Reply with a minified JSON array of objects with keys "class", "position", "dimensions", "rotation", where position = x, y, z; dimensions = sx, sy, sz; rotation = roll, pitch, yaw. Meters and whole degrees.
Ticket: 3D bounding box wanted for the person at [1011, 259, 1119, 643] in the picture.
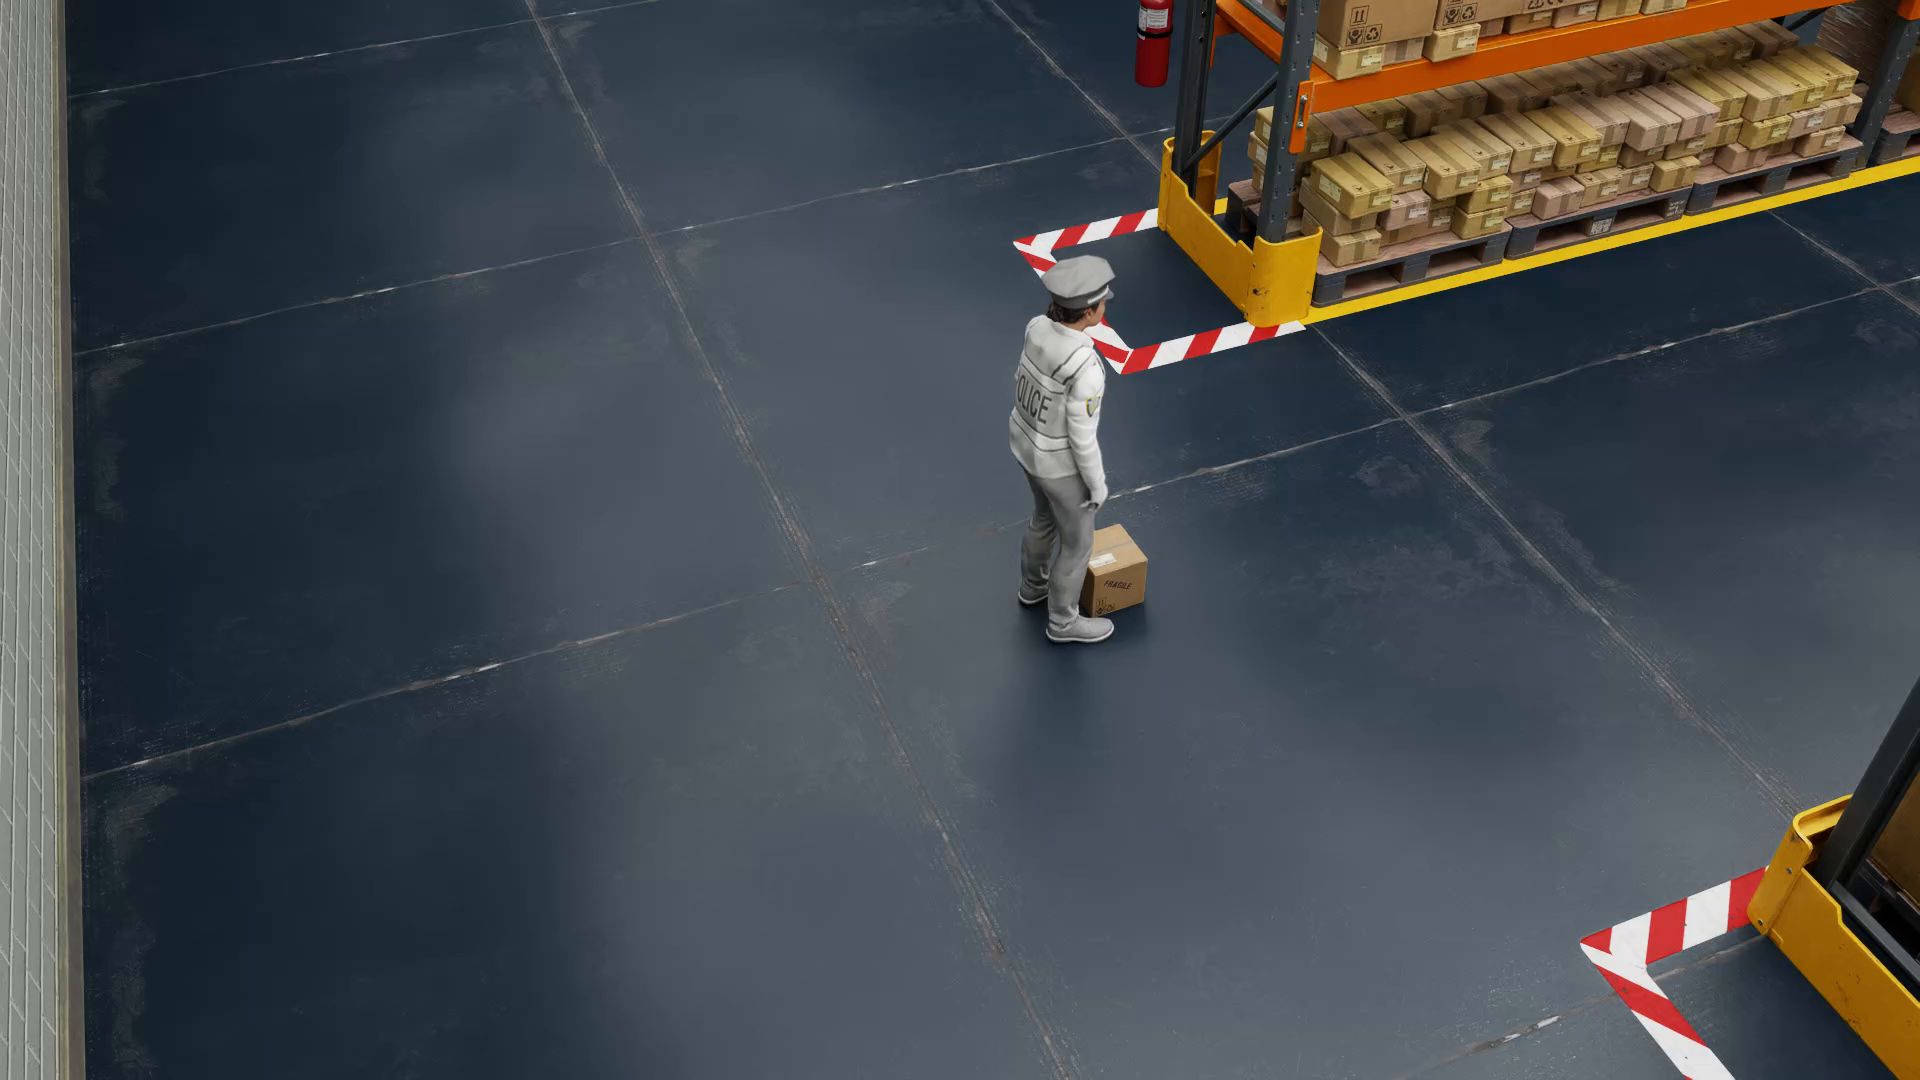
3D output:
[{"class":"person","position":[0.403,-0.323,6.516],"dimensions":[0.375,1.663,0.526],"rotation":[-16,44,-17]}]
